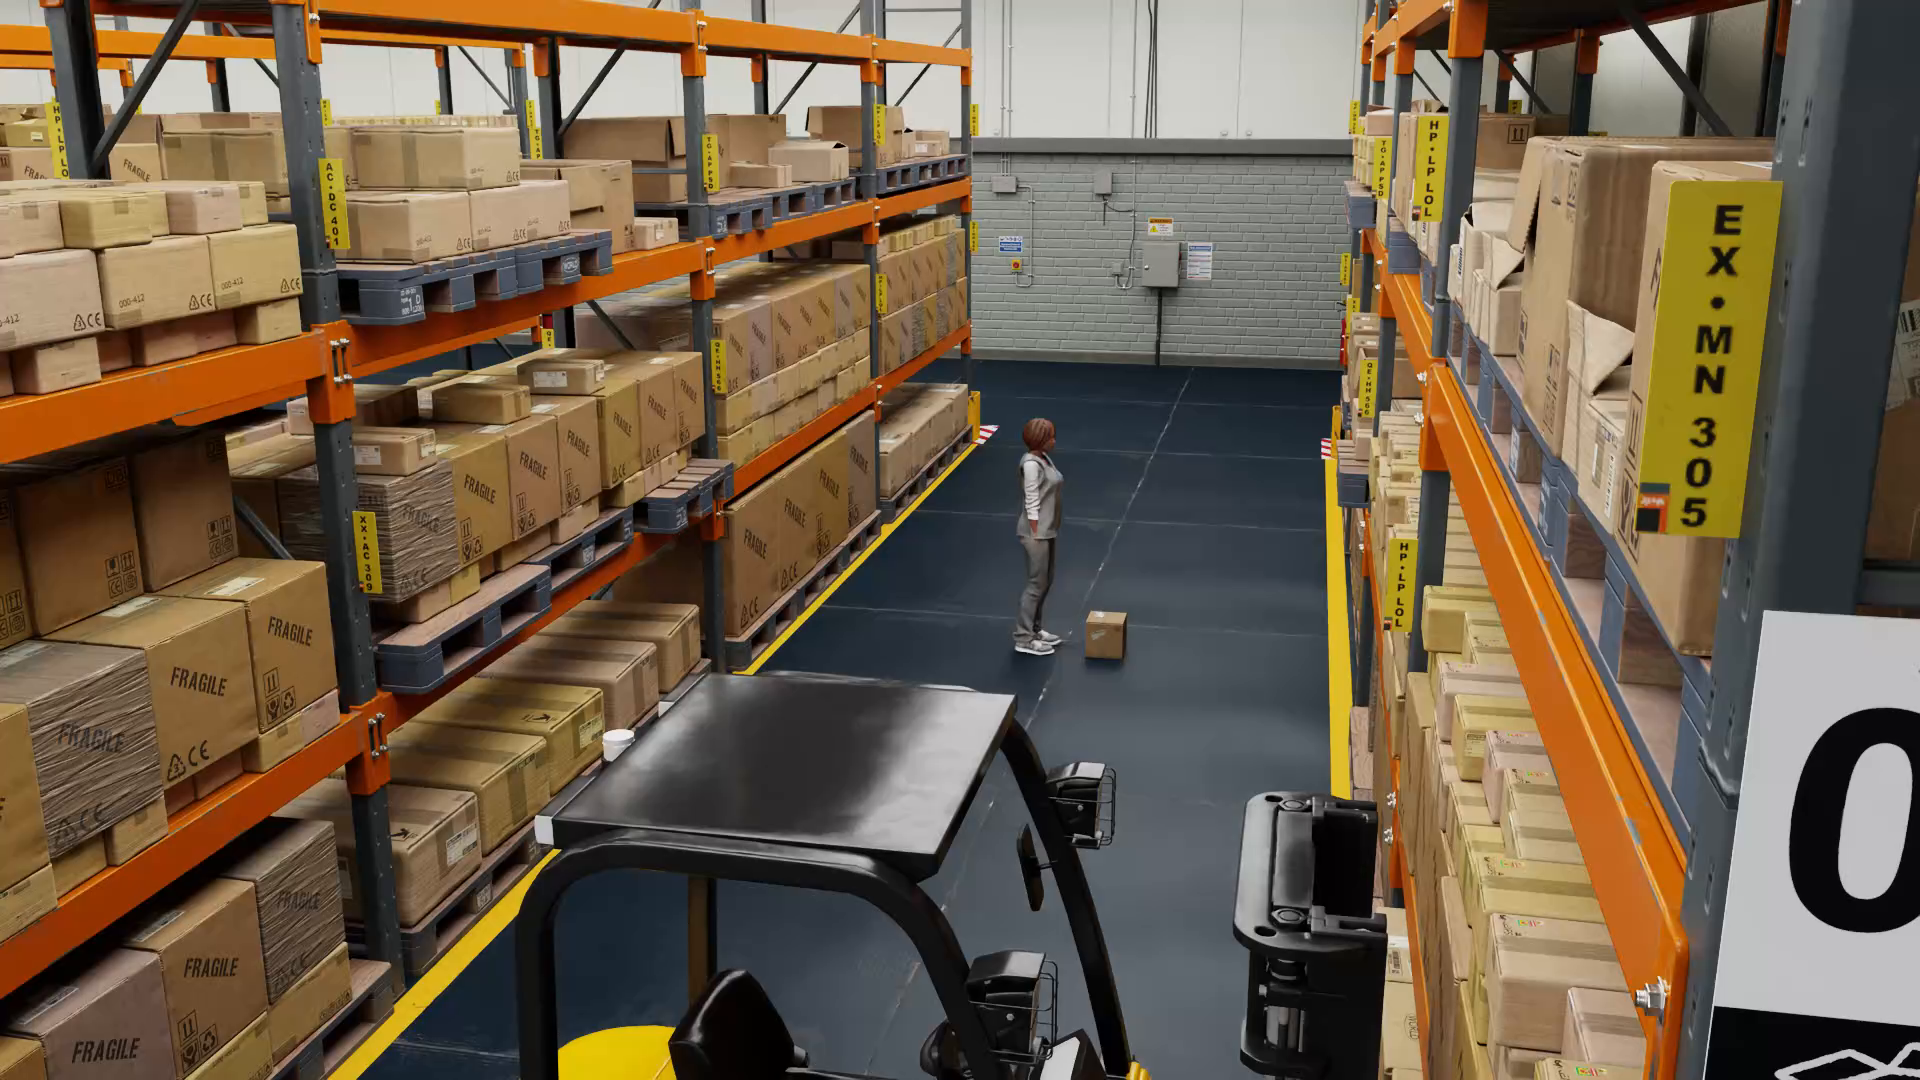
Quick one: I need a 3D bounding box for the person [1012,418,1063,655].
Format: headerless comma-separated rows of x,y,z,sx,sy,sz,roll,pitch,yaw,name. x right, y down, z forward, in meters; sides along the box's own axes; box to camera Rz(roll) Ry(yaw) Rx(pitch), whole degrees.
0.529,-0.029,11.178,0.309,1.582,0.406,3,15,12,person
